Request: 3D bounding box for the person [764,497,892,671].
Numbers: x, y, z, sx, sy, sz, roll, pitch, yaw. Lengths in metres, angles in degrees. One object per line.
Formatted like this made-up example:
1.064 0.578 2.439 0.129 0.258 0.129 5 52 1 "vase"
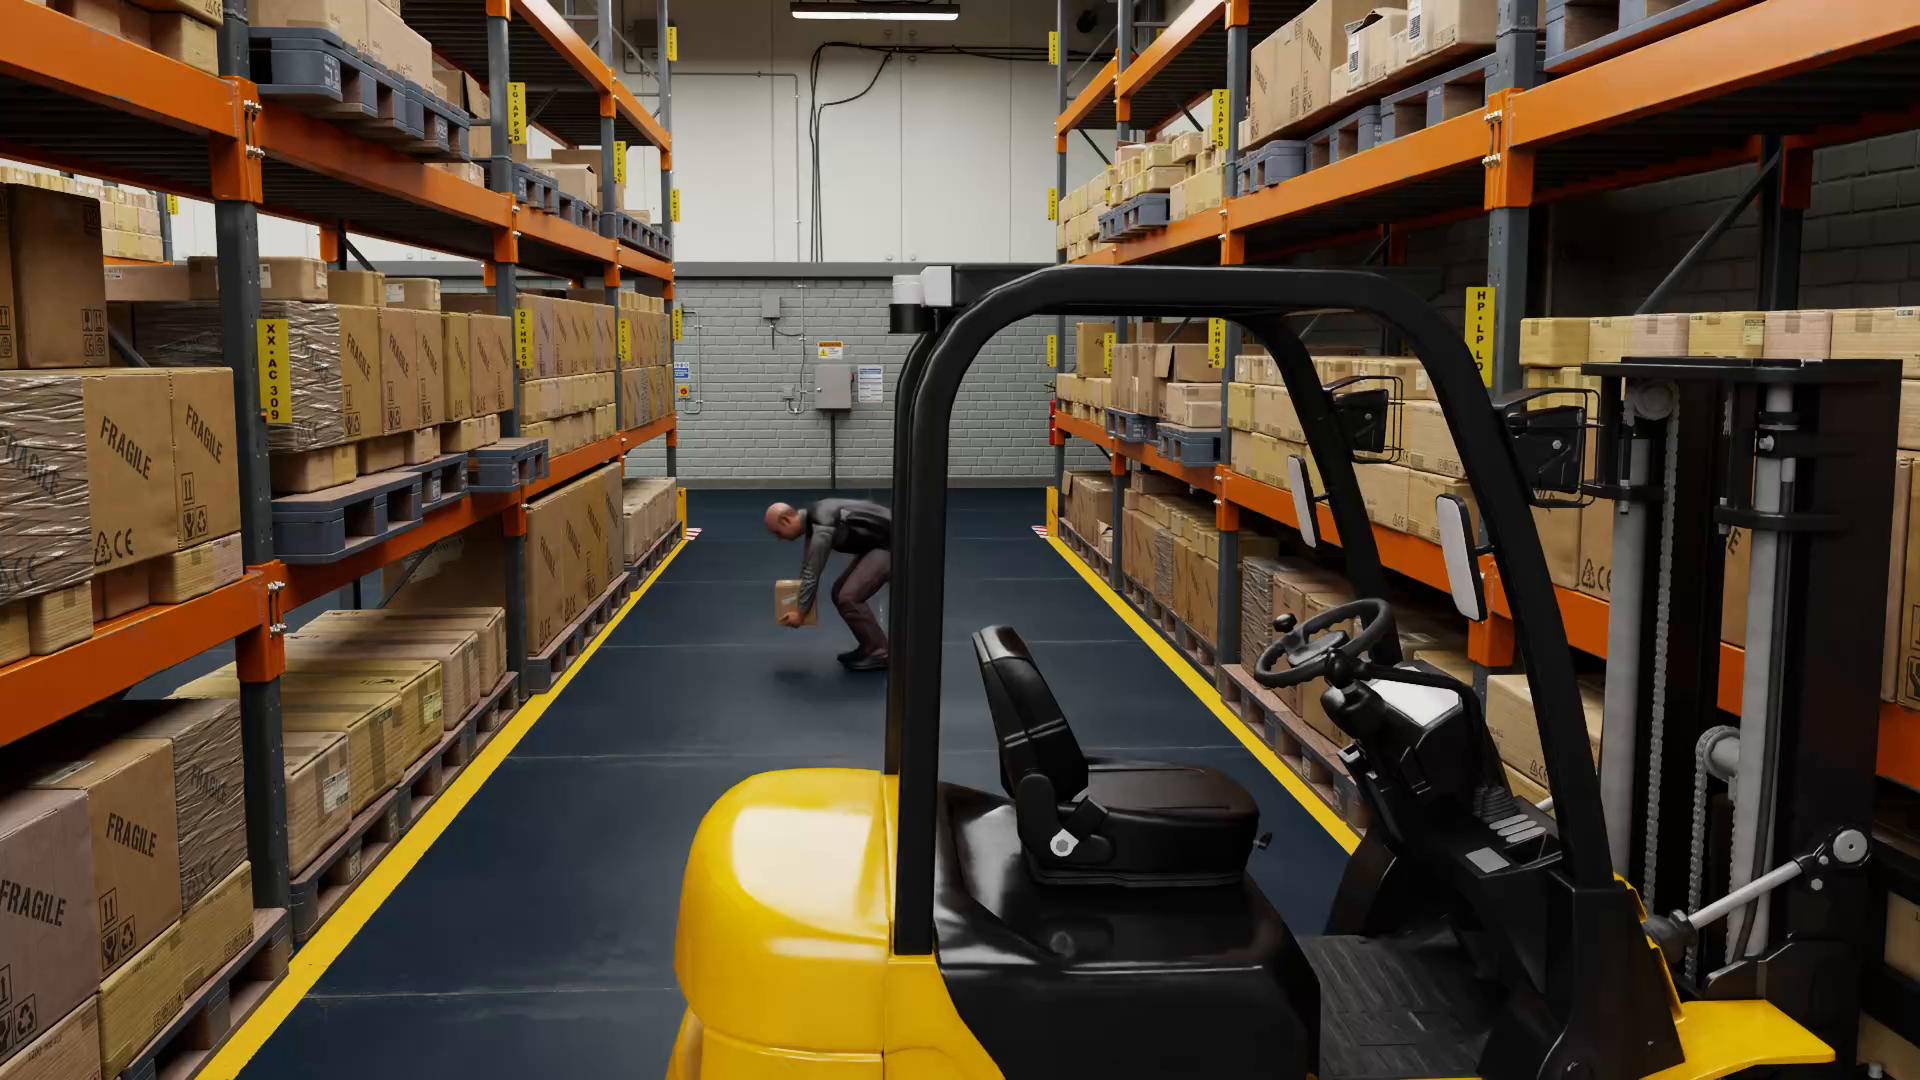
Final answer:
-0.747 0.267 10.389 0.931 1.063 0.498 -1 7 -7 "person"
